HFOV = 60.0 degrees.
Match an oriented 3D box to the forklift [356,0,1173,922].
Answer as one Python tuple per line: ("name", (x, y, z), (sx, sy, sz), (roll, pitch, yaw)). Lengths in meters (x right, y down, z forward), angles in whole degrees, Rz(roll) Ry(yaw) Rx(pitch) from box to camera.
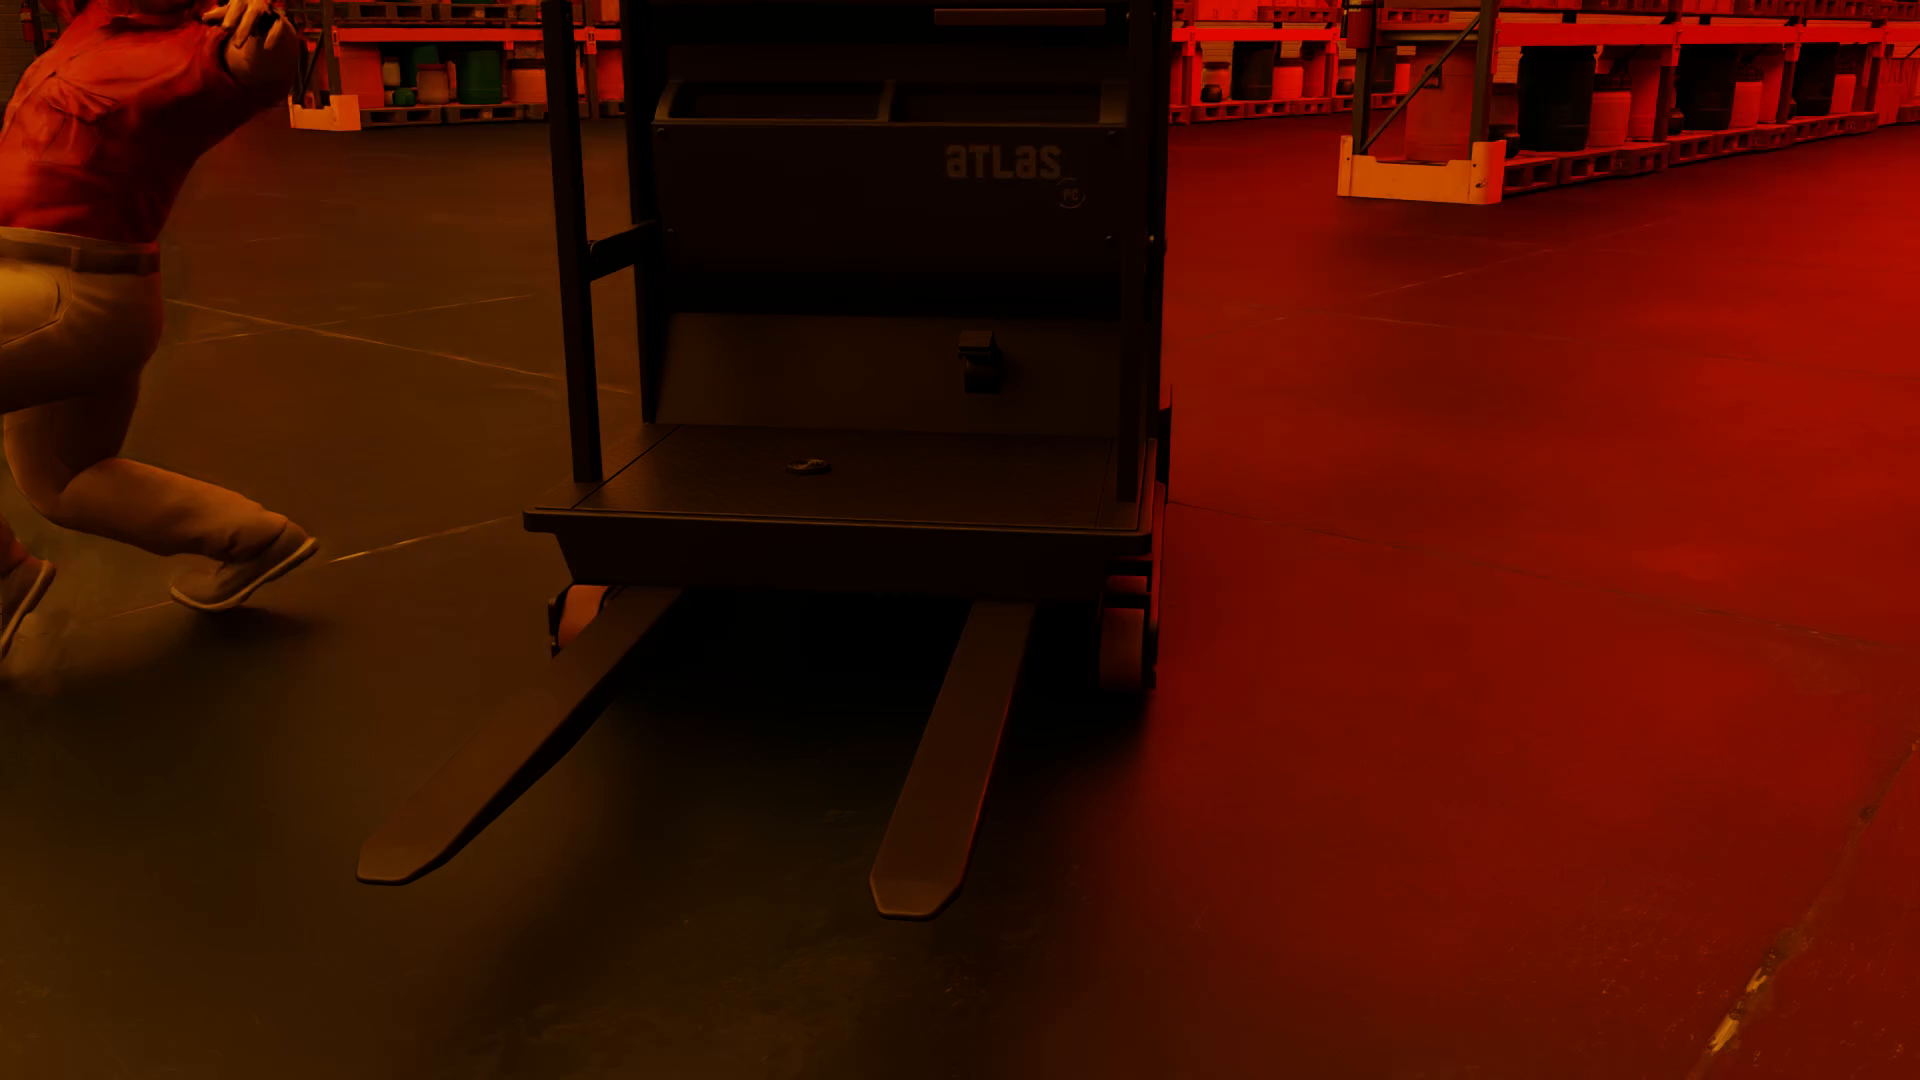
("forklift", (-0.162, -1.226, 2.933), (1.130, 2.935, 3.031), (2, 17, 7))

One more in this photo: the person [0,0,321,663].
("person", (-1.565, -0.460, 2.857), (0.860, 1.601, 1.108), (-8, 19, -25))
